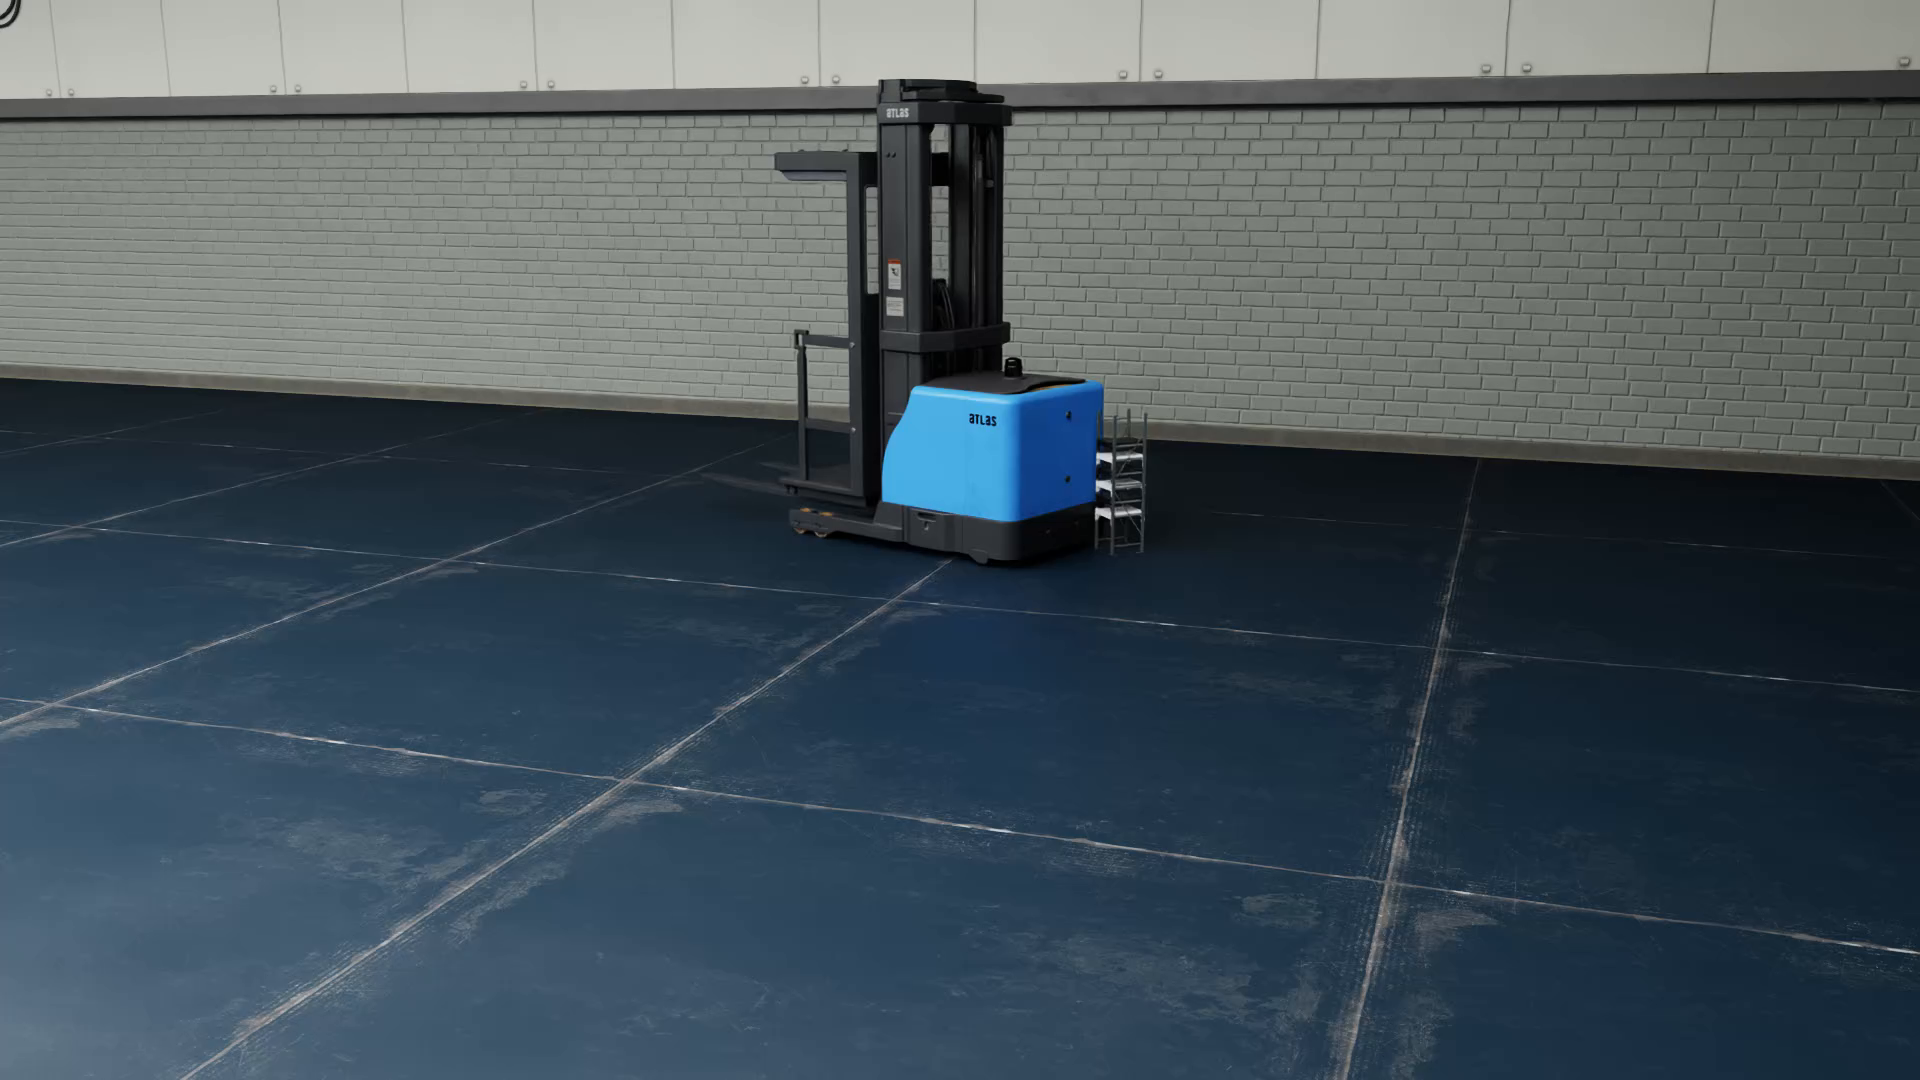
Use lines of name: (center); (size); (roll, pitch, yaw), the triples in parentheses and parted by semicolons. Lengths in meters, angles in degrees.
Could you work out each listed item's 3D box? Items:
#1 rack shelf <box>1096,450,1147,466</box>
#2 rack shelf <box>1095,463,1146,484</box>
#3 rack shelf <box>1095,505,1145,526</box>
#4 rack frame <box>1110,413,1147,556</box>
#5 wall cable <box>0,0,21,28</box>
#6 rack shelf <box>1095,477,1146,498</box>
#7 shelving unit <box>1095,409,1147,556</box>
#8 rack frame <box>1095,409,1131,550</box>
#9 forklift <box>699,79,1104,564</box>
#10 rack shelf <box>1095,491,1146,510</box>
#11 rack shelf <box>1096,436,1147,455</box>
rack shelf: (1.021, -0.511, 10.544); (0.258, 0.077, 0.200); (-6, 14, -24)
rack shelf: (1.021, -0.423, 10.564); (0.258, 0.077, 0.200); (-6, 14, -24)
rack shelf: (1.021, -0.160, 10.624); (0.258, 0.077, 0.200); (-6, 14, -24)
rack frame: (1.064, -0.347, 10.487); (0.240, 0.900, 0.006); (-6, 14, -24)
wall cable: (-11.239, -7.924, 17.838); (2.305, 6.003, 0.169); (4, 14, 18)
rack shelf: (1.021, -0.335, 10.584); (0.258, 0.077, 0.200); (-6, 14, -24)
shelving unit: (1.021, -0.368, 10.577); (0.258, 0.900, 0.210); (-6, 14, -24)
rack frame: (0.979, -0.389, 10.667); (0.240, 0.900, 0.006); (-6, 14, -24)
forklift: (-0.520, -1.528, 11.094); (3.031, 2.935, 1.130); (11, 17, 39)
rack shelf: (1.021, -0.248, 10.604); (0.258, 0.077, 0.200); (-6, 14, -24)
rack shelf: (1.021, -0.599, 10.524); (0.258, 0.077, 0.200); (-6, 14, -24)
